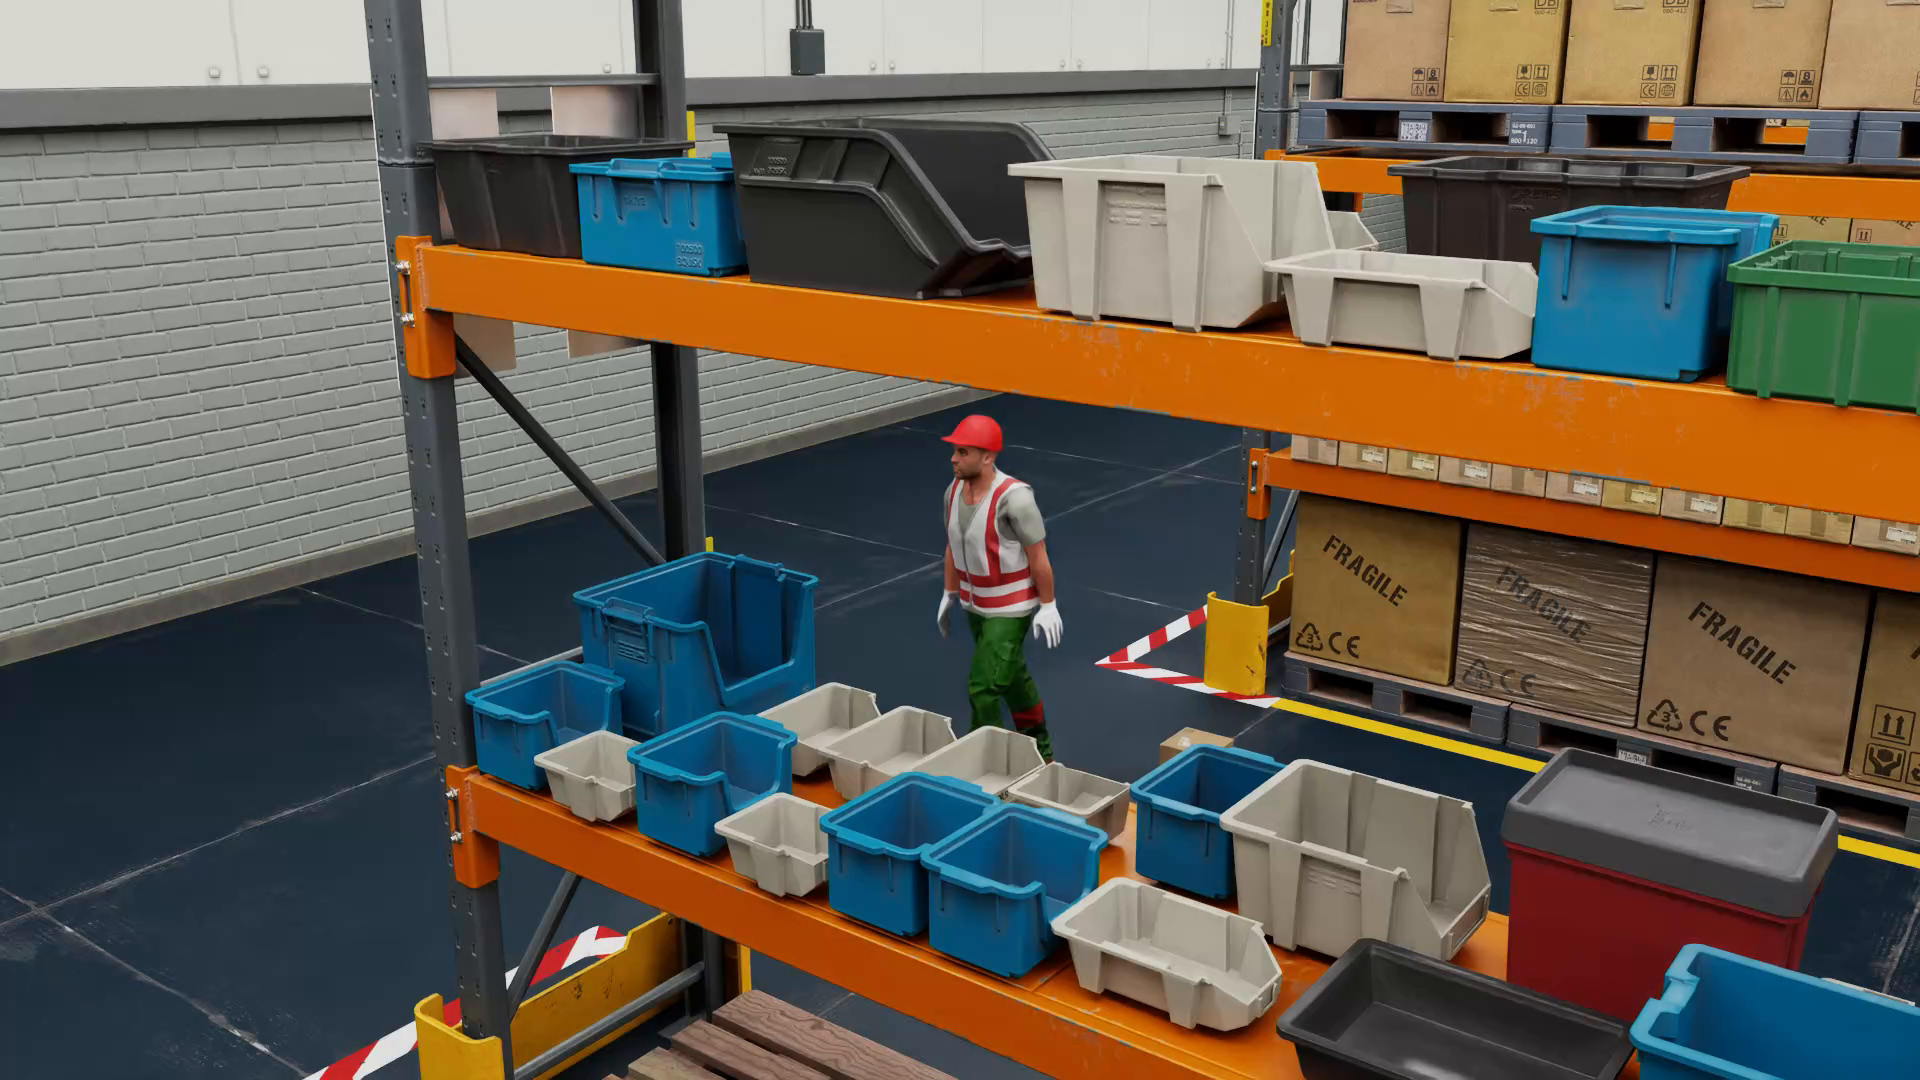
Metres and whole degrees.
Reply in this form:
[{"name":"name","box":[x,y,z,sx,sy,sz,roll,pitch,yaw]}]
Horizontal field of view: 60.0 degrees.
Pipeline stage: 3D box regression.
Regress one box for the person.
[{"name":"person","box":[0.146,0.323,7.432,0.695,1.808,0.578,-11,20,-32]}]
